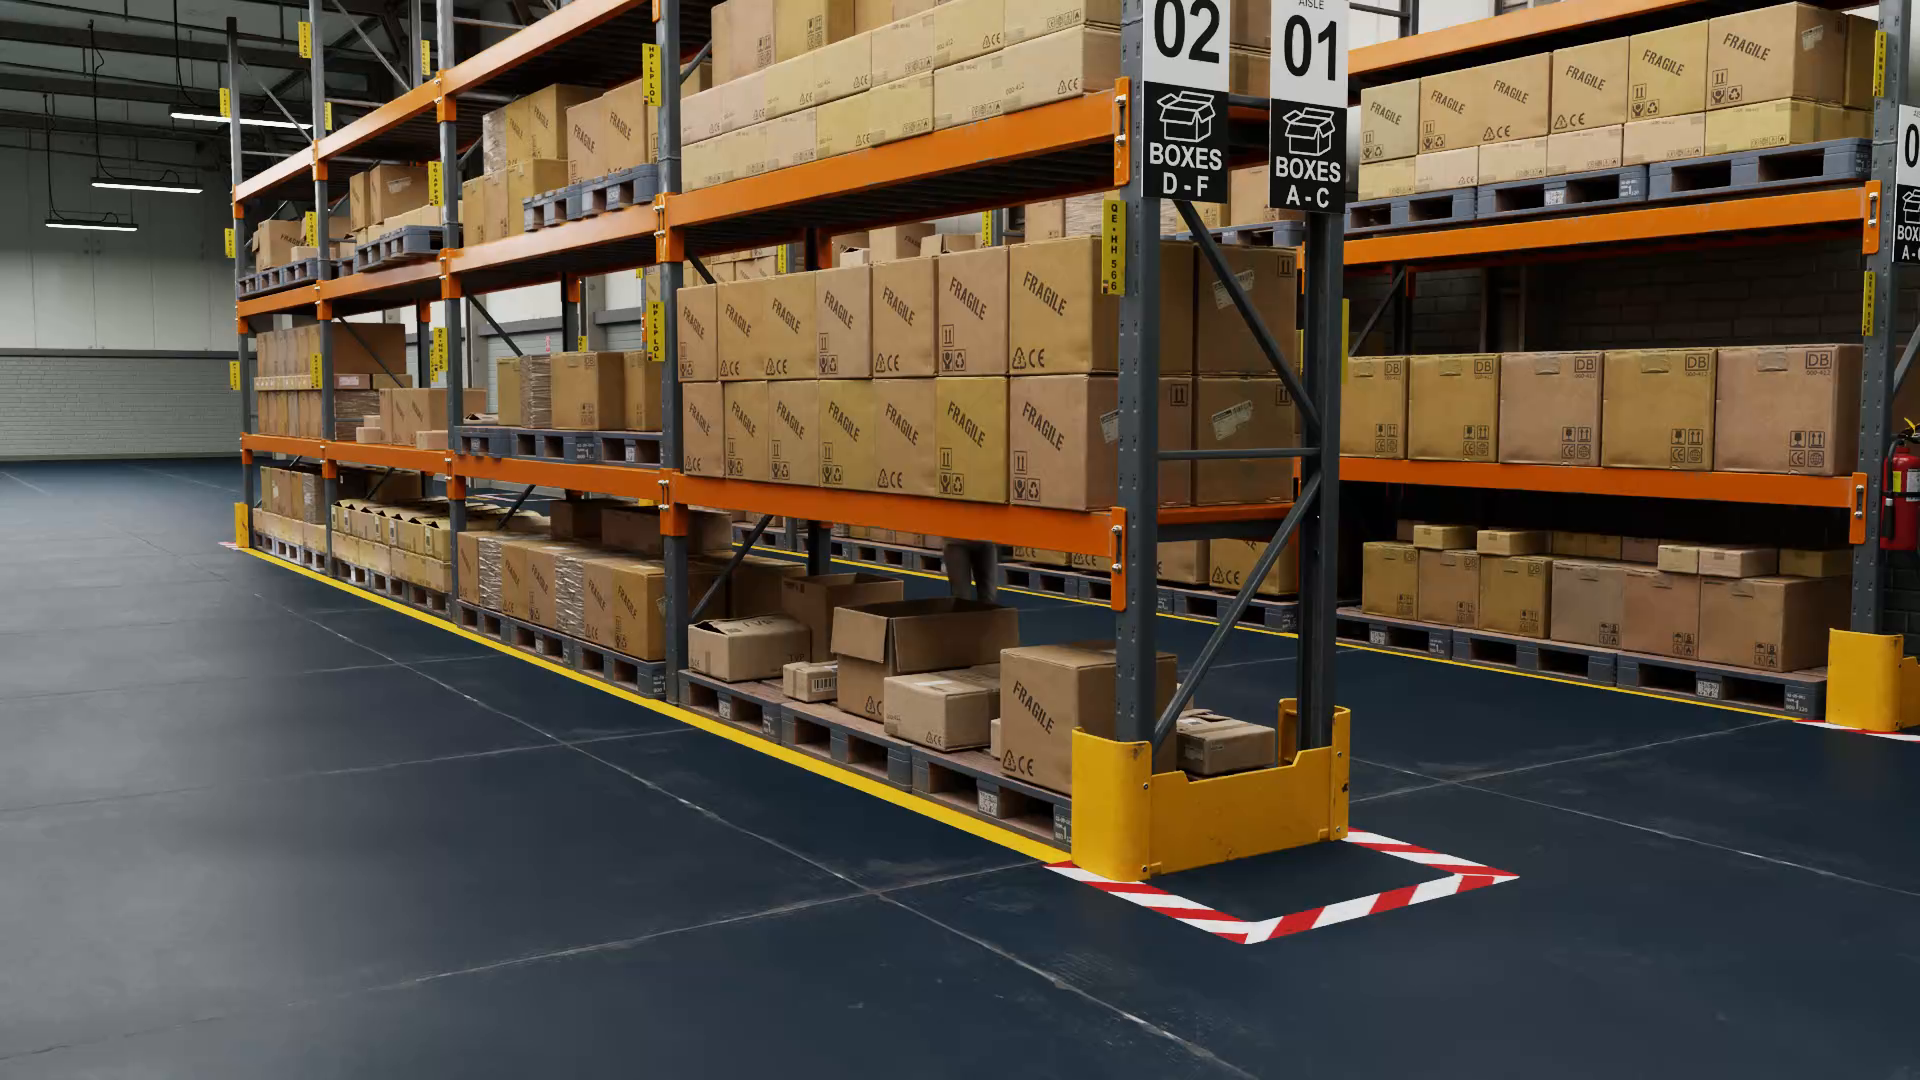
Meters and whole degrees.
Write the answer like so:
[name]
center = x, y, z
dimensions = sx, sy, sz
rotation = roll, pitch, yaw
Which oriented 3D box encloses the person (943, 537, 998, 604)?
[person]
center = 0.114, 0.045, 10.306
dimensions = 0.408, 1.586, 0.490
rotation = -3, 6, -34
